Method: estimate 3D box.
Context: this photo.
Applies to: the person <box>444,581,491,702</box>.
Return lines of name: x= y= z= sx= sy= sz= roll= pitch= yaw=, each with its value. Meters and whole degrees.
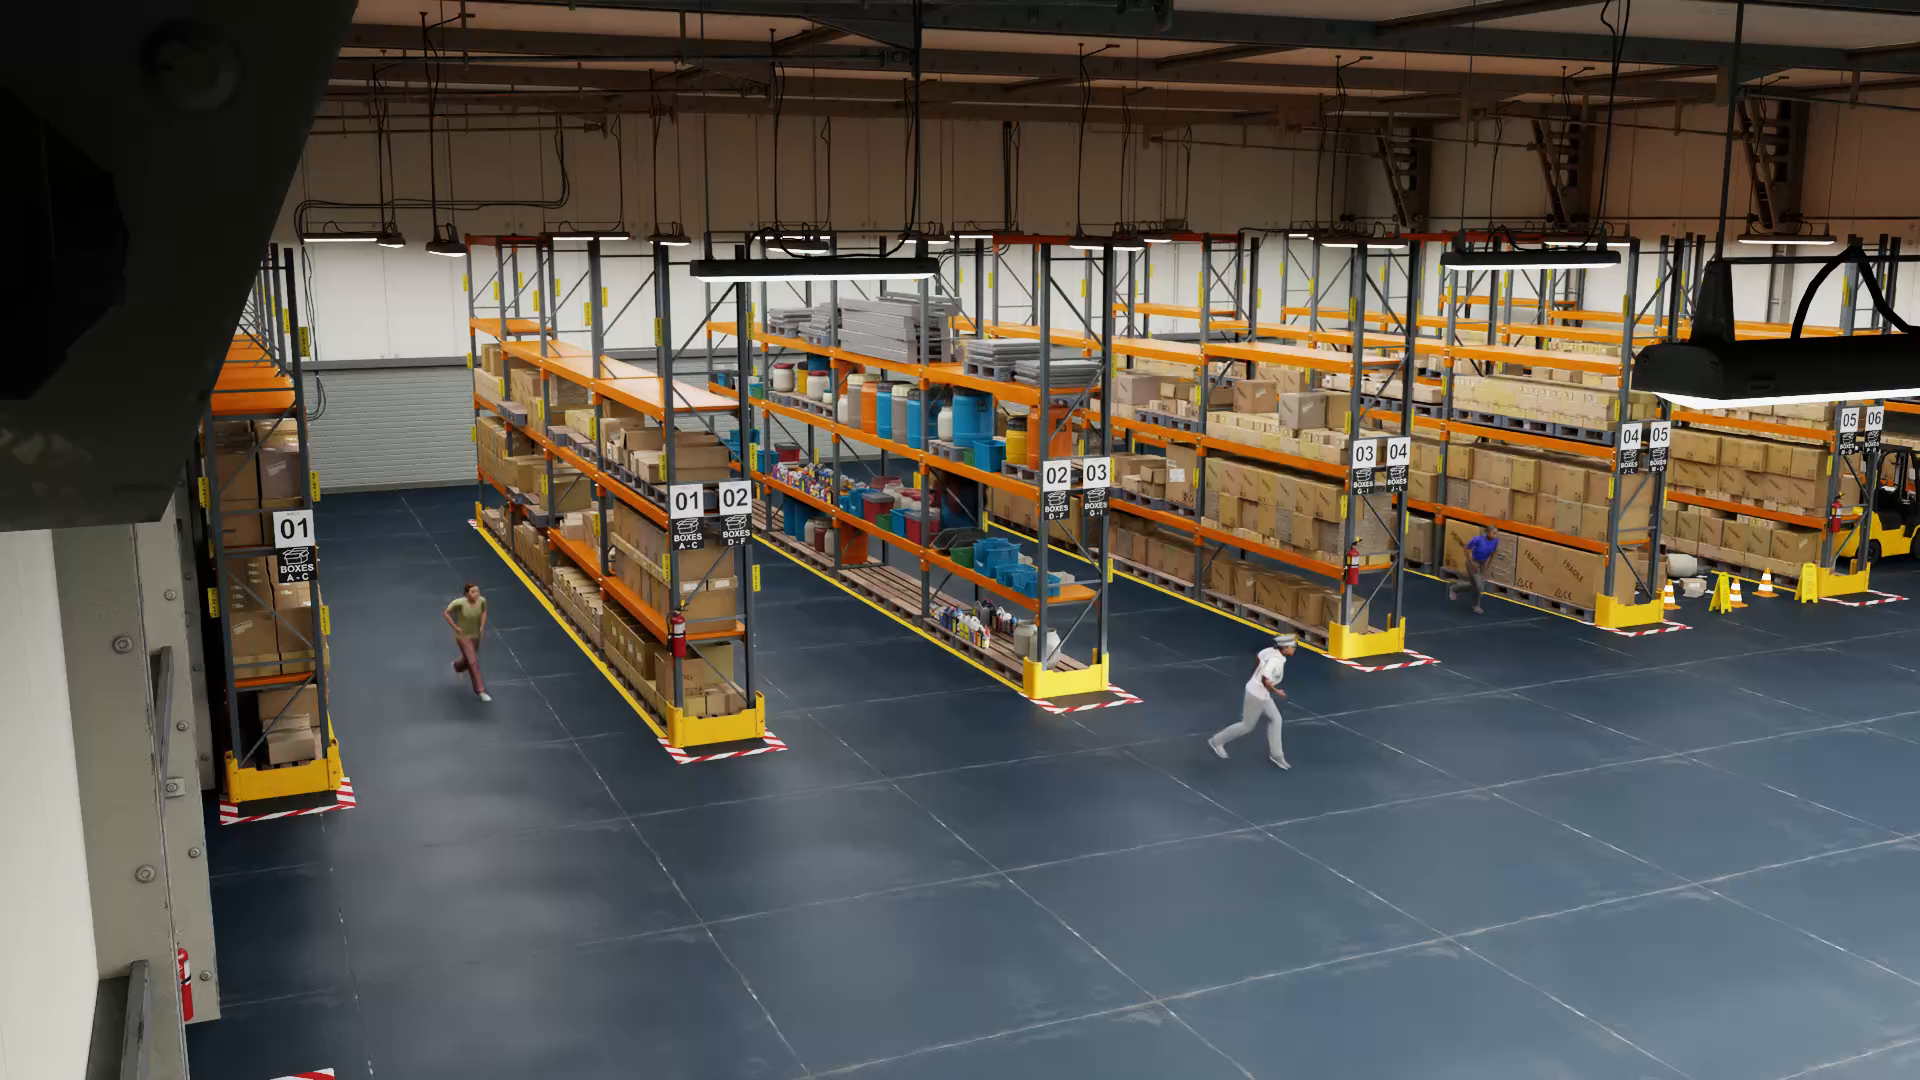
person: x=-6.615 y=1.296 z=22.231 sx=0.586 sy=1.613 sz=0.978 roll=-8 pitch=14 yaw=-37

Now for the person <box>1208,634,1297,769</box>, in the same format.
person: x=3.410 y=1.874 z=19.419 sx=0.983 sy=1.627 sz=0.611 roll=1 pitch=11 yaw=7

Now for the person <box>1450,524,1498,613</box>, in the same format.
person: x=8.410 y=0.427 z=27.137 sx=0.580 sy=1.513 sz=0.905 roll=-4 pitch=12 yaw=-22
